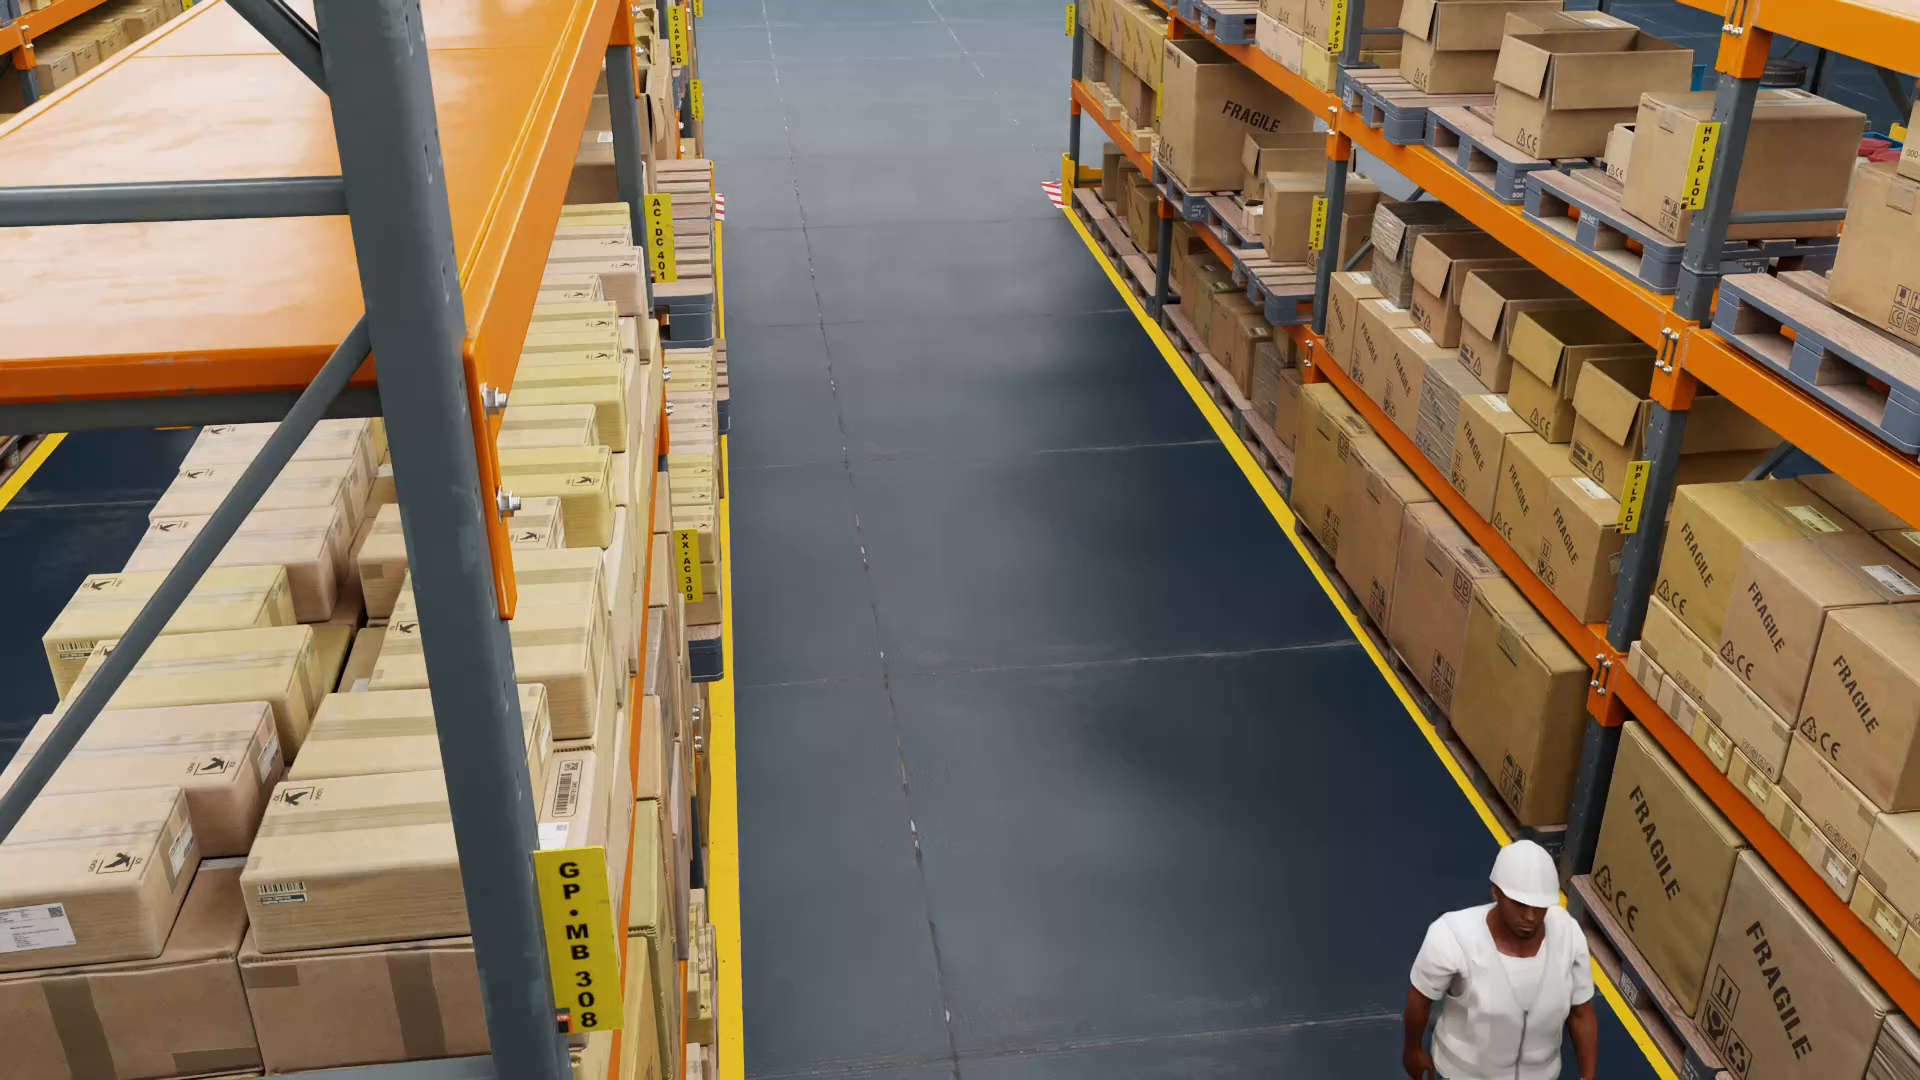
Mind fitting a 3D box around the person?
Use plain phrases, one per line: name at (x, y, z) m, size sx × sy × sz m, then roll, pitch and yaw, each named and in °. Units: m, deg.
person at (1.821, 1.805, 5.497) m, size 0.568 × 1.733 × 0.920 m, roll -5°, pitch 27°, yaw -9°
